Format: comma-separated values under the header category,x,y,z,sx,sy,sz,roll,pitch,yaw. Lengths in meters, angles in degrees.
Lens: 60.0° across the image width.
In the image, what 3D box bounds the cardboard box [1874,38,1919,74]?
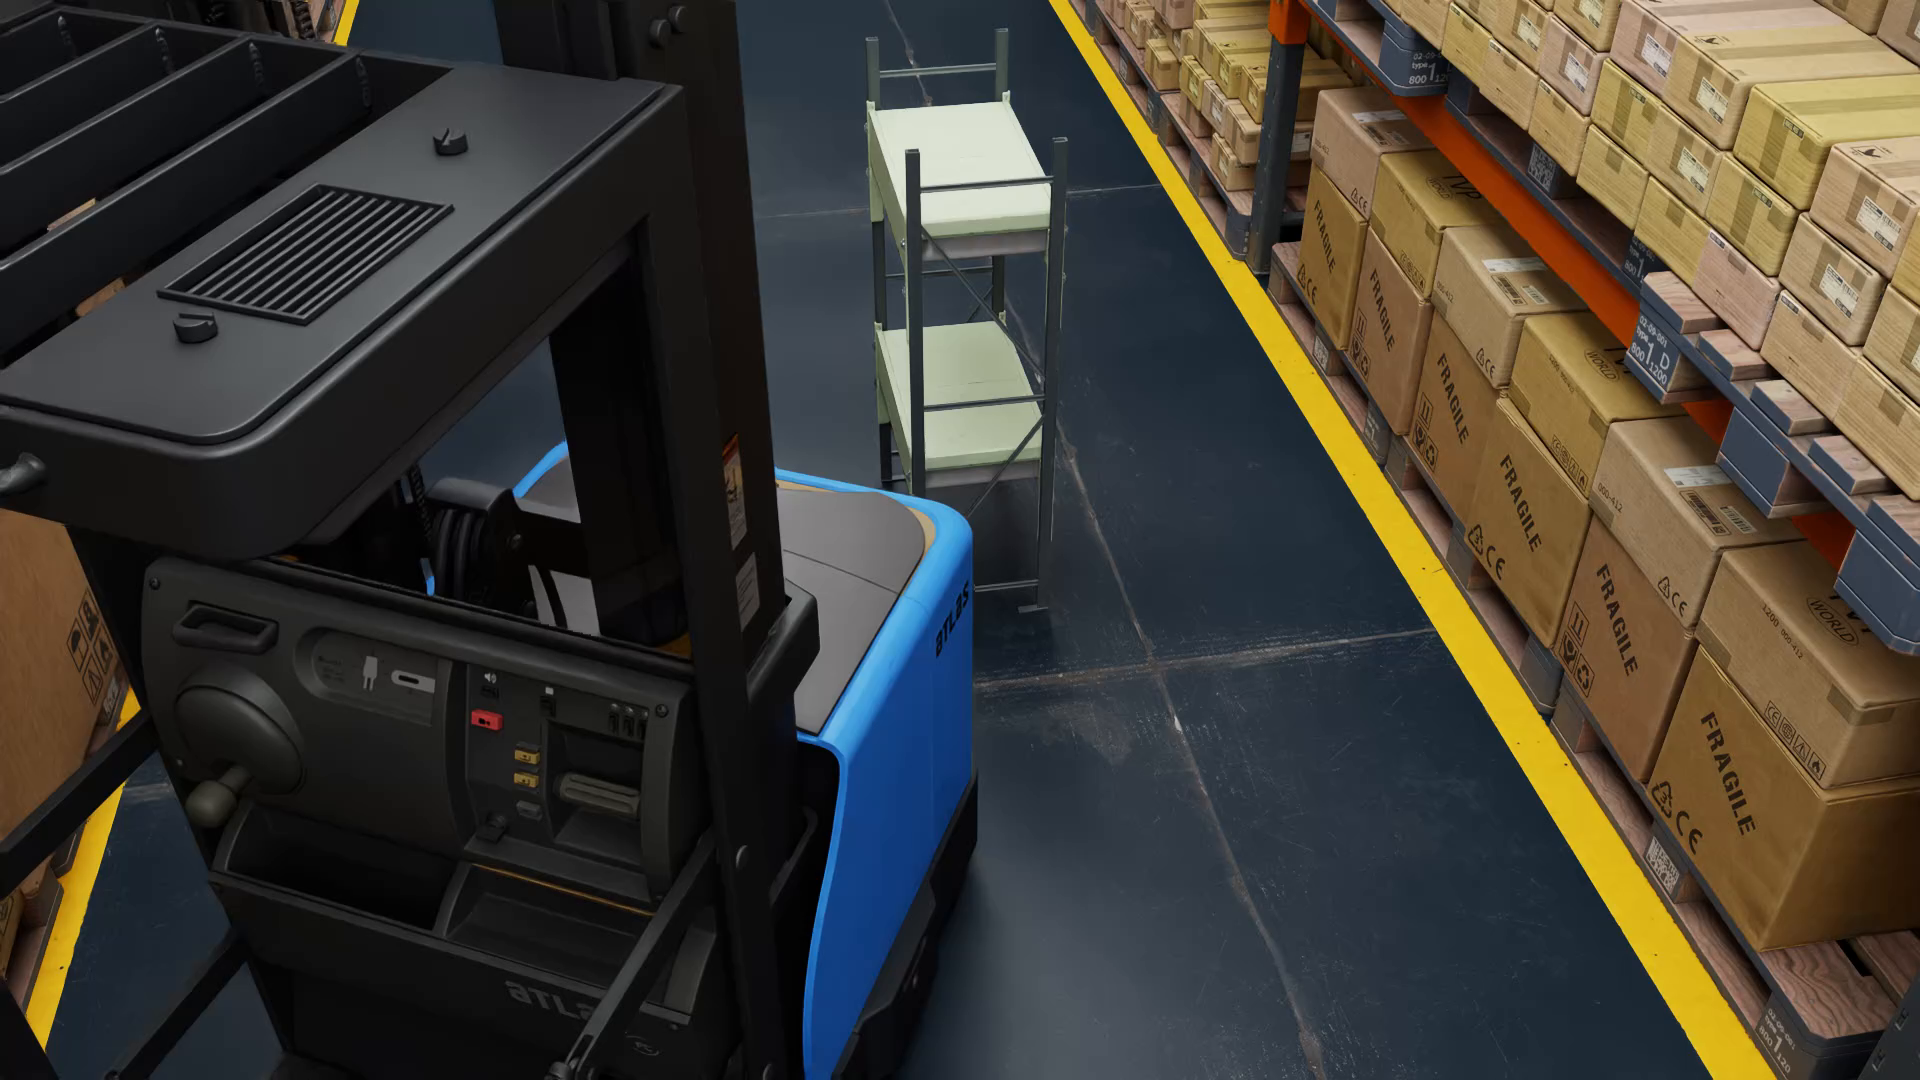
category,x,y,z,sx,sy,sz,roll,pitch,yaw
cardboard box,2.275,-1.026,3.745,0.380,0.149,0.250,-6,38,-8

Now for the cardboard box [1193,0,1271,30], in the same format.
category,x,y,z,sx,sy,sz,roll,pitch,yaw
cardboard box,1.226,-2.243,7.189,0.380,0.149,0.250,-5,38,-6

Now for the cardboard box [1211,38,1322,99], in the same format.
category,x,y,z,sx,sy,sz,roll,pitch,yaw
cardboard box,1.245,-1.929,6.784,0.380,0.149,0.250,-6,38,-7

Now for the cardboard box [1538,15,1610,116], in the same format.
category,x,y,z,sx,sy,sz,roll,pitch,yaw
cardboard box,1.586,-1.113,3.858,0.380,0.149,0.250,-5,38,-7

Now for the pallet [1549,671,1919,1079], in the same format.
category,x,y,z,sx,sy,sz,roll,pitch,yaw
pallet,2.213,0.728,4.140,1.003,0.211,1.213,-6,38,-8

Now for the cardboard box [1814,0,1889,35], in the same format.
category,x,y,z,sx,sy,sz,roll,pitch,yaw
cardboard box,2.227,-1.296,3.851,0.380,0.149,0.250,-5,38,-7

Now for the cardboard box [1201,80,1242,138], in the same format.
category,x,y,z,sx,sy,sz,roll,pitch,yaw
cardboard box,1.220,-1.792,6.851,0.380,0.149,0.250,-8,39,-10

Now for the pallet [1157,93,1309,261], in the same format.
category,x,y,z,sx,sy,sz,roll,pitch,yaw
pallet,1.495,-1.617,7.160,1.003,0.211,1.213,-6,38,-8

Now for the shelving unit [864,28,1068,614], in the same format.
category,x,y,z,sx,sy,sz,roll,pitch,yaw
shelving unit,0.001,-0.588,4.785,0.431,1.500,0.755,-6,38,-8

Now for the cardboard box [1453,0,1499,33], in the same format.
category,x,y,z,sx,sy,sz,roll,pitch,yaw
cardboard box,1.499,-1.421,4.255,0.380,0.149,0.250,-7,38,-9

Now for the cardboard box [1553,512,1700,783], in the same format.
category,x,y,z,sx,sy,sz,roll,pitch,yaw
cardboard box,1.889,0.237,4.195,0.500,0.500,0.500,-5,38,-6

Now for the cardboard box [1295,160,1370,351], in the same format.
category,x,y,z,sx,sy,sz,roll,pitch,yaw
cardboard box,1.516,-1.020,5.814,0.500,0.500,0.500,-5,38,-6

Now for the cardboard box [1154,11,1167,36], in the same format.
category,x,y,z,sx,sy,sz,roll,pitch,yaw
cardboard box,1.117,-2.430,7.672,0.380,0.149,0.250,-8,39,-10

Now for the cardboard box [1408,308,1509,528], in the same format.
category,x,y,z,sx,sy,sz,roll,pitch,yaw
cardboard box,1.716,-0.386,4.997,0.500,0.500,0.500,-6,38,-7

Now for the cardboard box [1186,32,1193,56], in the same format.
category,x,y,z,sx,sy,sz,roll,pitch,yaw
cardboard box,1.208,-2.114,7.265,0.380,0.149,0.250,-6,38,-8

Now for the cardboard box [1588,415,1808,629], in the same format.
category,x,y,z,sx,sy,sz,roll,pitch,yaw
cardboard box,1.872,-0.064,3.972,0.500,0.250,0.500,-6,38,-7

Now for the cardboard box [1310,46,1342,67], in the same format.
category,x,y,z,sx,sy,sz,roll,pitch,yaw
cardboard box,1.688,-2.014,7.136,0.380,0.149,0.250,-6,38,-8

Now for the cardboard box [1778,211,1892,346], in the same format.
category,x,y,z,sx,sy,sz,roll,pitch,yaw
cardboard box,1.766,-0.495,3.062,0.380,0.149,0.250,-5,38,-6

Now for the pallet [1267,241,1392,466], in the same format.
category,x,y,z,sx,sy,sz,roll,pitch,yaw
pallet,1.786,-0.745,6.037,1.003,0.211,1.213,-6,38,-8

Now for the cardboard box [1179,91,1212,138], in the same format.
category,x,y,z,sx,sy,sz,roll,pitch,yaw
cardboard box,1.170,-1.875,7.201,0.380,0.149,0.250,-7,38,-9

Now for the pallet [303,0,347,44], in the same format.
category,x,y,z,sx,sy,sz,roll,pitch,yaw
pallet,-3.737,-2.684,8.533,1.003,0.211,1.213,-6,38,-8

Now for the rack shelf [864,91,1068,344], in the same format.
category,x,y,z,sx,sy,sz,roll,pitch,yaw
rack shelf,0.001,-0.896,4.545,0.431,0.370,0.720,-6,38,-8

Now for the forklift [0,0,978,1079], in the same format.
category,x,y,z,sx,sy,sz,roll,pitch,yaw
forklift,-0.917,0.377,2.376,1.130,2.935,3.031,12,39,15

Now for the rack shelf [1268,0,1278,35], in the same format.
category,x,y,z,sx,sy,sz,roll,pitch,yaw
rack shelf,1.297,-3.241,7.563,1.077,0.370,4.000,-6,38,-8

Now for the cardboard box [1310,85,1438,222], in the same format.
category,x,y,z,sx,sy,sz,roll,pitch,yaw
cardboard box,1.517,-1.317,5.584,0.500,0.250,0.500,-8,39,-10

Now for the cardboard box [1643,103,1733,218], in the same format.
category,x,y,z,sx,sy,sz,roll,pitch,yaw
cardboard box,1.674,-0.805,3.461,0.380,0.149,0.250,-6,38,-8

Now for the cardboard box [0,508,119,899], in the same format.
category,x,y,z,sx,sy,sz,roll,pitch,yaw
cardboard box,-2.801,0.287,3.825,1.225,0.875,0.875,-6,38,-8

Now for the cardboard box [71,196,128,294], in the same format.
category,x,y,z,sx,sy,sz,roll,pitch,yaw
cardboard box,-3.121,-0.787,5.207,1.225,0.875,0.875,-6,38,-8

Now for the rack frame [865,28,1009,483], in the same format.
category,x,y,z,sx,sy,sz,roll,pitch,yaw
rack frame,-0.063,-0.809,5.069,0.400,1.500,0.023,-6,38,-8

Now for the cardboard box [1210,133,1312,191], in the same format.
category,x,y,z,sx,sy,sz,roll,pitch,yaw
cardboard box,1.244,-1.557,6.790,0.380,0.149,0.250,-6,38,-7

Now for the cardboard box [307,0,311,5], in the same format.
category,x,y,z,sx,sy,sz,roll,pitch,yaw
cardboard box,-3.763,-3.209,8.325,0.875,0.875,0.875,-6,38,-8

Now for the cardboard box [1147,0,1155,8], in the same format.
category,x,y,z,sx,sy,sz,roll,pitch,yaw
cardboard box,1.028,-2.558,7.595,0.380,0.149,0.250,-8,38,-10

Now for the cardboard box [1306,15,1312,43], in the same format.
category,x,y,z,sx,sy,sz,roll,pitch,yaw
cardboard box,1.640,-2.297,7.258,0.380,0.149,0.250,-7,38,-9

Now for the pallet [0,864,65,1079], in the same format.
category,x,y,z,sx,sy,sz,roll,pitch,yaw
pallet,-2.616,1.189,3.548,1.003,0.211,1.213,-6,38,-8

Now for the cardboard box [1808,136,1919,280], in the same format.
category,x,y,z,sx,sy,sz,roll,pitch,yaw
cardboard box,1.770,-0.601,2.956,0.380,0.149,0.250,-7,38,-9

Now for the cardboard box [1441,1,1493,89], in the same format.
category,x,y,z,sx,sy,sz,roll,pitch,yaw
cardboard box,1.498,-1.308,4.351,0.380,0.149,0.250,-7,38,-9

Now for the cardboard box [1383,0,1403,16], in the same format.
category,x,y,z,sx,sy,sz,roll,pitch,yaw
cardboard box,1.401,-1.626,4.760,0.380,0.149,0.250,-6,38,-7

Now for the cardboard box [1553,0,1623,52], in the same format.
category,x,y,z,sx,sy,sz,roll,pitch,yaw
cardboard box,1.587,-1.230,3.766,0.380,0.149,0.250,-4,38,-6

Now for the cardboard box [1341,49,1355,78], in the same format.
category,x,y,z,sx,sy,sz,roll,pitch,yaw
cardboard box,1.801,-1.995,6.869,0.380,0.149,0.250,-4,38,-6

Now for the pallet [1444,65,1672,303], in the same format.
category,x,y,z,sx,sy,sz,roll,pitch,yaw
pallet,1.962,-1.016,4.269,1.003,0.211,1.213,-6,38,-8

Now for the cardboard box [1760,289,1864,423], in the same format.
category,x,y,z,sx,sy,sz,roll,pitch,yaw
cardboard box,1.768,-0.366,3.138,0.380,0.149,0.250,-6,38,-8

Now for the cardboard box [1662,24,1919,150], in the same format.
category,x,y,z,sx,sy,sz,roll,pitch,yaw
cardboard box,1.674,-0.920,3.367,0.380,0.149,0.250,-5,38,-7

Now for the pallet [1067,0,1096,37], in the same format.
category,x,y,z,sx,sy,sz,roll,pitch,yaw
pallet,1.067,-3.091,9.057,1.003,0.211,1.213,-6,38,-8

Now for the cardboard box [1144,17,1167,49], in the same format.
category,x,y,z,sx,sy,sz,roll,pitch,yaw
cardboard box,1.082,-2.347,7.807,0.380,0.149,0.250,-6,38,-7

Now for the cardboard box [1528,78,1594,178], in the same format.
category,x,y,z,sx,sy,sz,roll,pitch,yaw
cardboard box,1.590,-0.991,3.943,0.380,0.149,0.250,-5,38,-7

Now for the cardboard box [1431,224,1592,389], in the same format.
category,x,y,z,sx,sy,sz,roll,pitch,yaw
cardboard box,1.698,-0.687,4.773,0.500,0.250,0.500,-5,38,-6

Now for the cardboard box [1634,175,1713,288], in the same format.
category,x,y,z,sx,sy,sz,roll,pitch,yaw
cardboard box,1.683,-0.672,3.533,0.380,0.149,0.250,-7,38,-9

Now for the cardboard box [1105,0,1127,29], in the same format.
category,x,y,z,sx,sy,sz,roll,pitch,yaw
cardboard box,0.933,-2.653,8.202,0.380,0.149,0.250,-8,39,-10
